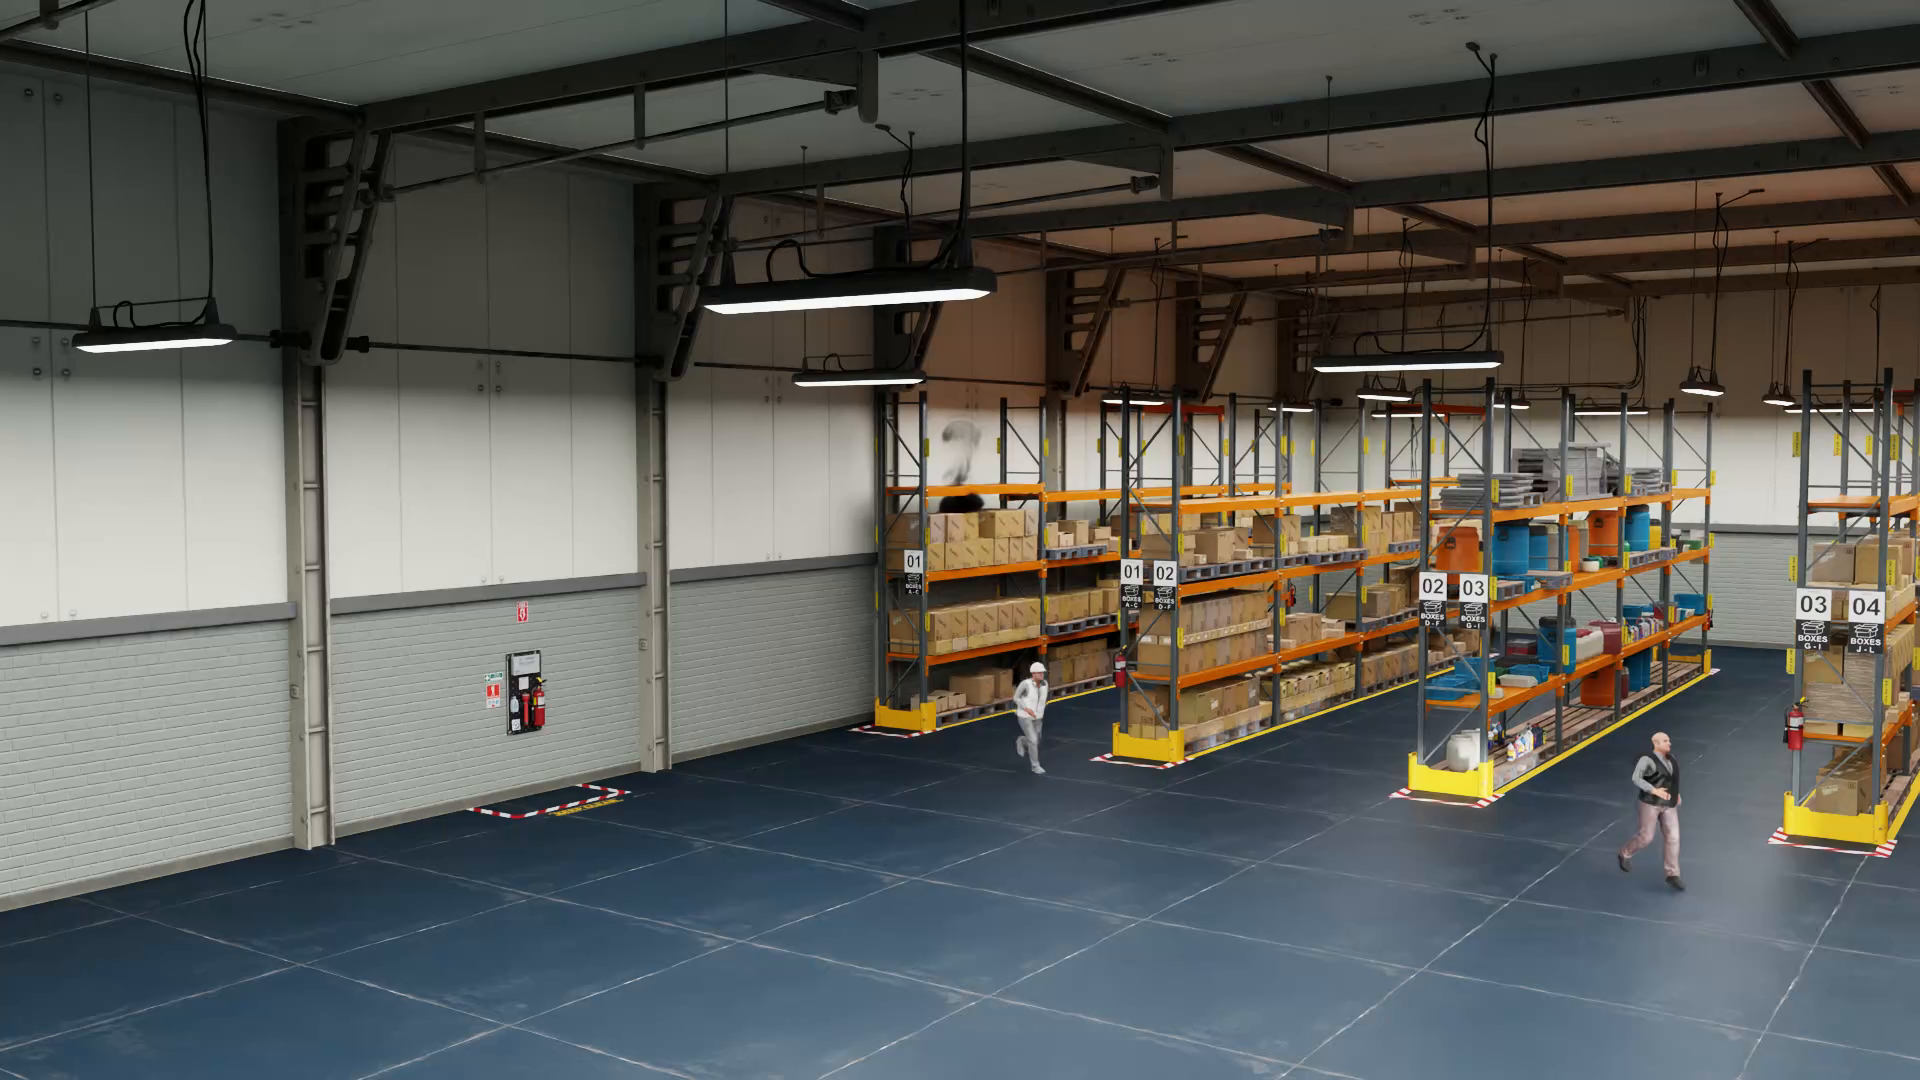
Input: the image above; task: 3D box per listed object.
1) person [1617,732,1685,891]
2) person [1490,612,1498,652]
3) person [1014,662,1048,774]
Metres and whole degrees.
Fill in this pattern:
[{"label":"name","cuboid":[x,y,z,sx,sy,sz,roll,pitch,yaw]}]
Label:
[{"label":"person","cuboid":[8.041,3.072,19.123,0.699,1.721,0.976,-1,3,-18]},{"label":"person","cuboid":[12.810,1.901,40.857,0.729,1.702,0.733,2,4,31]},{"label":"person","cuboid":[1.066,2.727,25.784,0.636,1.723,0.847,-2,4,-27]}]
